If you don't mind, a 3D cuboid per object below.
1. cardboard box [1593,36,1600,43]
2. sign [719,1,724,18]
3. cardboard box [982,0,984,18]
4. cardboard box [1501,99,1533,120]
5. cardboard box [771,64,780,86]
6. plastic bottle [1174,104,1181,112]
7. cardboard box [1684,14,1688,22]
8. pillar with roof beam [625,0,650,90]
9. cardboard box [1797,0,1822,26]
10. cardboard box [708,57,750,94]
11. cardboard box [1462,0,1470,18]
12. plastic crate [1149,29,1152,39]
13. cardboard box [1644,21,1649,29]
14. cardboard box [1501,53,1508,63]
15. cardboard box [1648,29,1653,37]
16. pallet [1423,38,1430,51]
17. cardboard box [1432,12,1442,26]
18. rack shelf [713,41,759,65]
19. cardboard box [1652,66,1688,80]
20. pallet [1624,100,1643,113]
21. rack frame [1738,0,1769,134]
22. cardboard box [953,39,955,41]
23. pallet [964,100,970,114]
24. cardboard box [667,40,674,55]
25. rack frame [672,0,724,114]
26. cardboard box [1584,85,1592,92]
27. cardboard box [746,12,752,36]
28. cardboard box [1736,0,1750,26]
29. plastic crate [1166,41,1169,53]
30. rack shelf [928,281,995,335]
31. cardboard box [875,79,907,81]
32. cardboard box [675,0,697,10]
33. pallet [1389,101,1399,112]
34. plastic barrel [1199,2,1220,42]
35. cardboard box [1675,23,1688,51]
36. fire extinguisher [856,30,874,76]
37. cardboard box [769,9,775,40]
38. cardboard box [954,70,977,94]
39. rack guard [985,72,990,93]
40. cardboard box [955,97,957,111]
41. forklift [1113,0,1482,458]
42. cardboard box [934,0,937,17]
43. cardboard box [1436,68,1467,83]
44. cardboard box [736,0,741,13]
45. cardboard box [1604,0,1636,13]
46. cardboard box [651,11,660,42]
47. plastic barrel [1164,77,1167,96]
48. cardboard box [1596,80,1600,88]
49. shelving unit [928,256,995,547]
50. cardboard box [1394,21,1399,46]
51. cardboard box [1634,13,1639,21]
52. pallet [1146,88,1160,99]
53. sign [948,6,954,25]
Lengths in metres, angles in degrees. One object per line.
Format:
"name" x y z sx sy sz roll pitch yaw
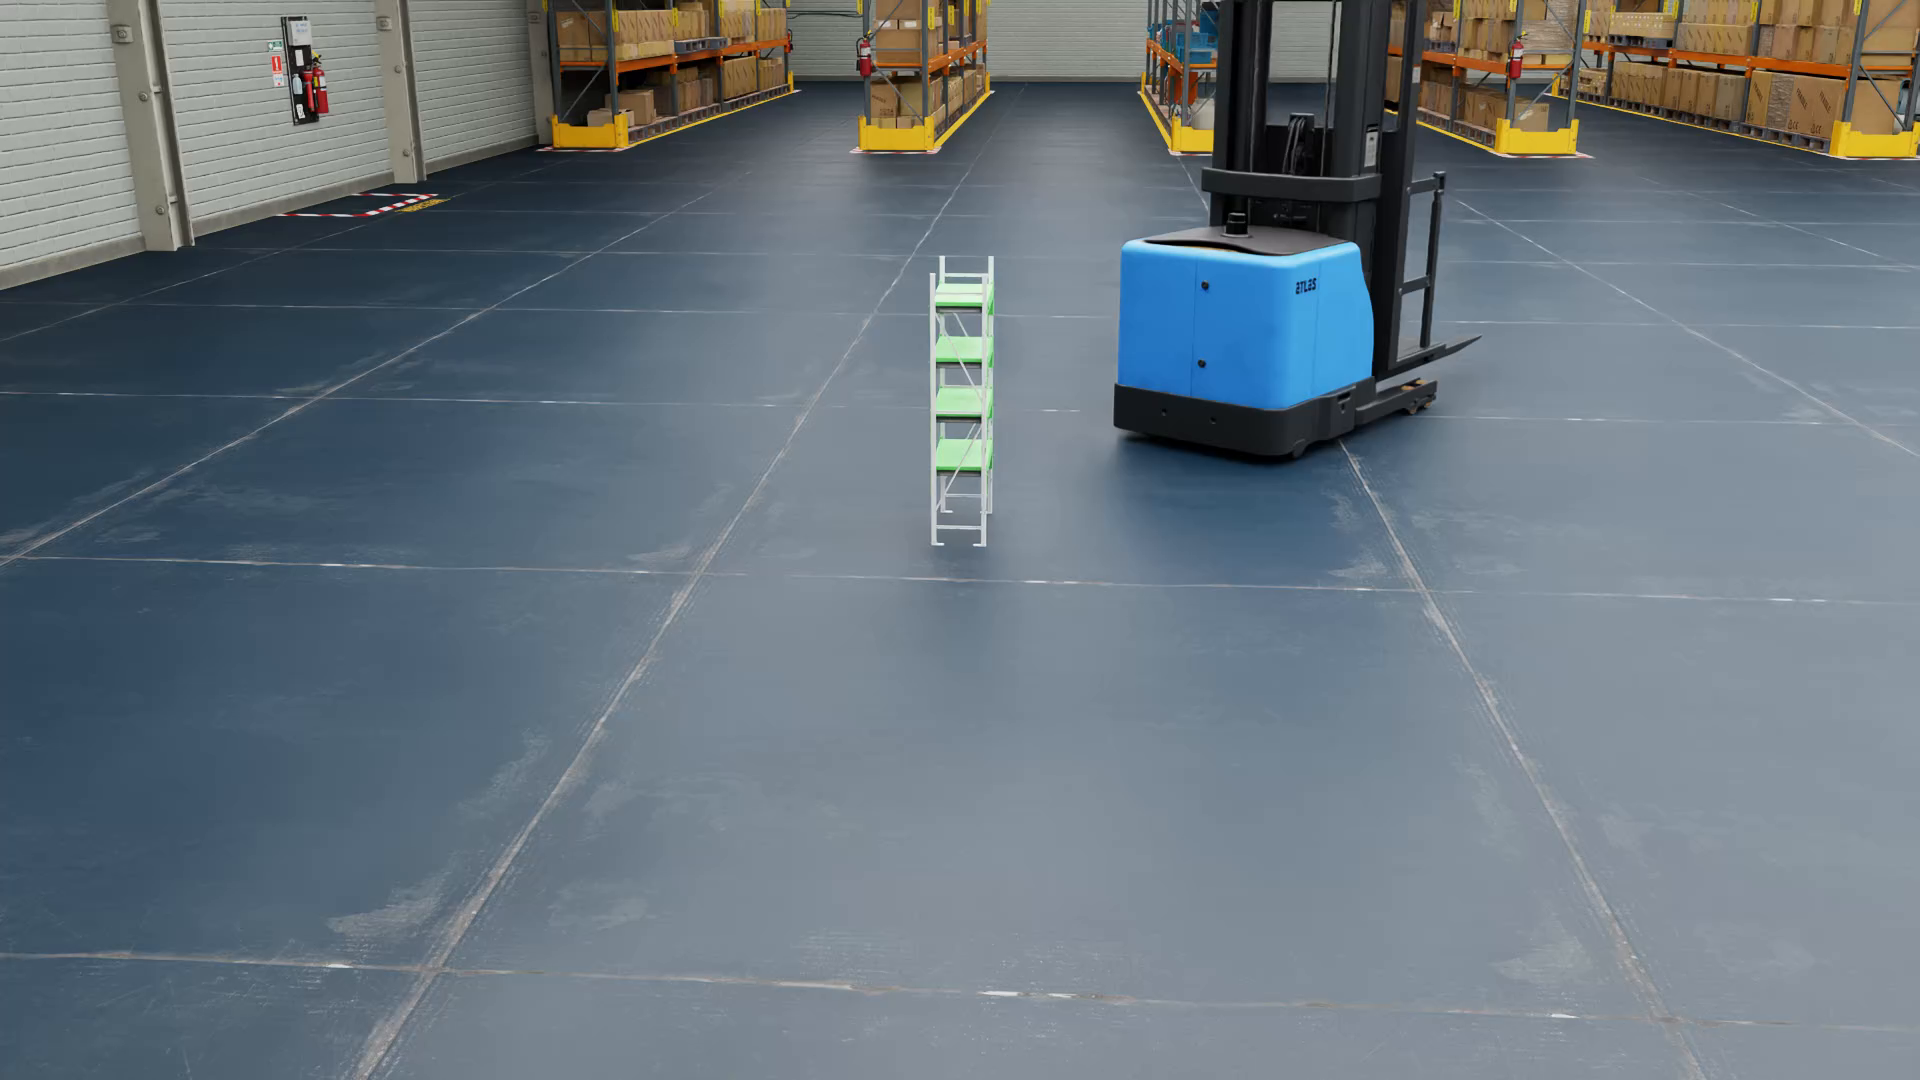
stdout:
"cardboard box" 14.490 -11.287 37.455 0.380 0.149 0.250 1 18 2
"sign" -4.825 -10.718 33.584 0.100 0.325 0.005 1 18 4
"cardboard box" 0.286 -12.491 38.960 0.500 0.500 0.500 2 18 6
"cardboard box" 8.952 -6.790 26.669 0.500 0.500 0.500 6 19 18
"cardboard box" -4.779 -11.336 40.542 0.700 0.500 0.500 1 18 4
"plastic bottle" 3.699 -7.212 28.163 0.144 0.351 0.185 2 18 6
"cardboard box" 14.660 -10.403 33.127 0.380 0.149 0.250 1 18 4
"pillar with roof beam" -2.029 -12.585 31.380 9.100 9.000 0.400 1 18 4
"cardboard box" 13.918 -8.467 26.470 0.875 0.550 0.500 1 18 4
"cardboard box" -5.057 -10.154 36.373 0.750 0.750 0.750 2 18 6
"cardboard box" 8.883 -9.171 28.350 0.500 0.500 0.500 1 18 4
"plastic crate" 4.627 -11.856 38.961 0.416 0.233 0.300 1 18 4
"cardboard box" 14.029 -10.369 33.501 0.380 0.149 0.250 1 18 4
"cardboard box" 8.681 -7.529 25.986 0.380 0.149 0.250 1 18 4
"cardboard box" 14.010 -10.142 33.286 0.380 0.149 0.250 2 18 5
"pallet" 9.510 -9.568 32.115 1.213 0.211 1.003 1 18 4
"cardboard box" 9.456 -9.962 32.173 0.500 0.500 0.500 -1 18 -3
"rack shelf" -5.223 -10.494 35.788 1.077 0.370 4.000 1 18 4
"cardboard box" 14.183 -9.328 33.208 0.500 0.250 0.500 1 18 3
"pallet" 14.543 -9.037 34.662 1.003 0.211 1.213 1 18 4
"rack frame" 14.108 -8.499 28.543 1.000 3.000 0.127 1 18 4
"cardboard box" -0.359 -11.556 37.714 0.500 0.500 0.500 2 18 5
"pallet" -0.334 -9.011 34.586 1.003 0.211 1.213 1 18 4
"cardboard box" -5.385 -8.757 29.540 0.500 0.250 0.500 1 18 4
"rack frame" -5.367 -10.215 33.780 1.000 3.000 0.127 1 18 4
"cardboard box" 14.444 -10.279 37.880 0.380 0.149 0.250 1 18 4
"cardboard box" -4.888 -11.348 36.568 0.500 0.500 0.500 1 18 4
"cardboard box" 14.173 -9.336 29.330 0.700 0.500 0.500 1 18 3
"plastic crate" 4.072 -9.198 31.017 0.450 0.188 0.662 1 18 4
"rack shelf" 0.012 -1.017 7.264 0.258 0.148 0.480 1 18 4
"cardboard box" -1.163 -7.510 28.061 0.500 0.500 0.500 1 18 4
"cardboard box" -5.593 -10.916 34.046 0.500 0.250 0.500 2 18 5
"pallet" 9.677 -9.179 35.098 1.003 0.211 1.213 1 18 4
"plastic barrel" 4.558 -9.103 29.582 0.600 0.901 0.708 1 18 4
"cardboard box" 14.094 -9.655 31.912 0.500 0.500 0.500 1 18 5
"fire extinguisher" -1.471 -7.558 25.795 0.296 0.674 0.183 1 18 4
"cardboard box" -4.924 -12.221 39.420 0.980 0.700 0.700 0 18 1
"cardboard box" 0.112 -10.209 37.071 0.500 0.500 0.500 1 18 4
"rack guard" 0.143 -11.379 41.346 1.175 0.500 0.348 1 18 4
"cardboard box" -0.326 -8.354 31.841 0.500 0.250 0.500 2 18 5
"forklift" 2.160 -2.209 9.458 1.130 2.935 3.031 14 23 37
"cardboard box" -0.773 -9.232 28.538 0.700 0.500 0.500 1 18 4
"cardboard box" 9.409 -8.887 31.831 0.500 0.250 0.500 3 18 10
"cardboard box" -4.977 -11.386 35.479 0.500 0.250 0.500 1 18 3
"cardboard box" 14.446 -11.800 36.372 0.500 0.500 0.500 1 18 2
"cardboard box" -5.456 -8.802 28.473 0.500 0.500 0.500 1 18 2
"plastic barrel" 4.565 -9.692 35.504 0.421 0.512 0.421 0 18 0
"cardboard box" 14.394 -10.159 37.035 0.380 0.149 0.250 0 18 1
"shelving unit" 0.012 -0.622 7.393 0.258 1.200 0.503 1 18 4
"cardboard box" 9.356 -10.564 34.684 0.500 0.500 0.500 2 18 5
"cardboard box" 14.087 -10.749 34.183 0.380 0.149 0.250 2 18 6
"pallet" 4.901 -10.520 39.190 1.003 0.211 1.213 1 18 4
"sign" -0.158 -9.300 29.472 0.100 0.325 0.005 1 18 4
